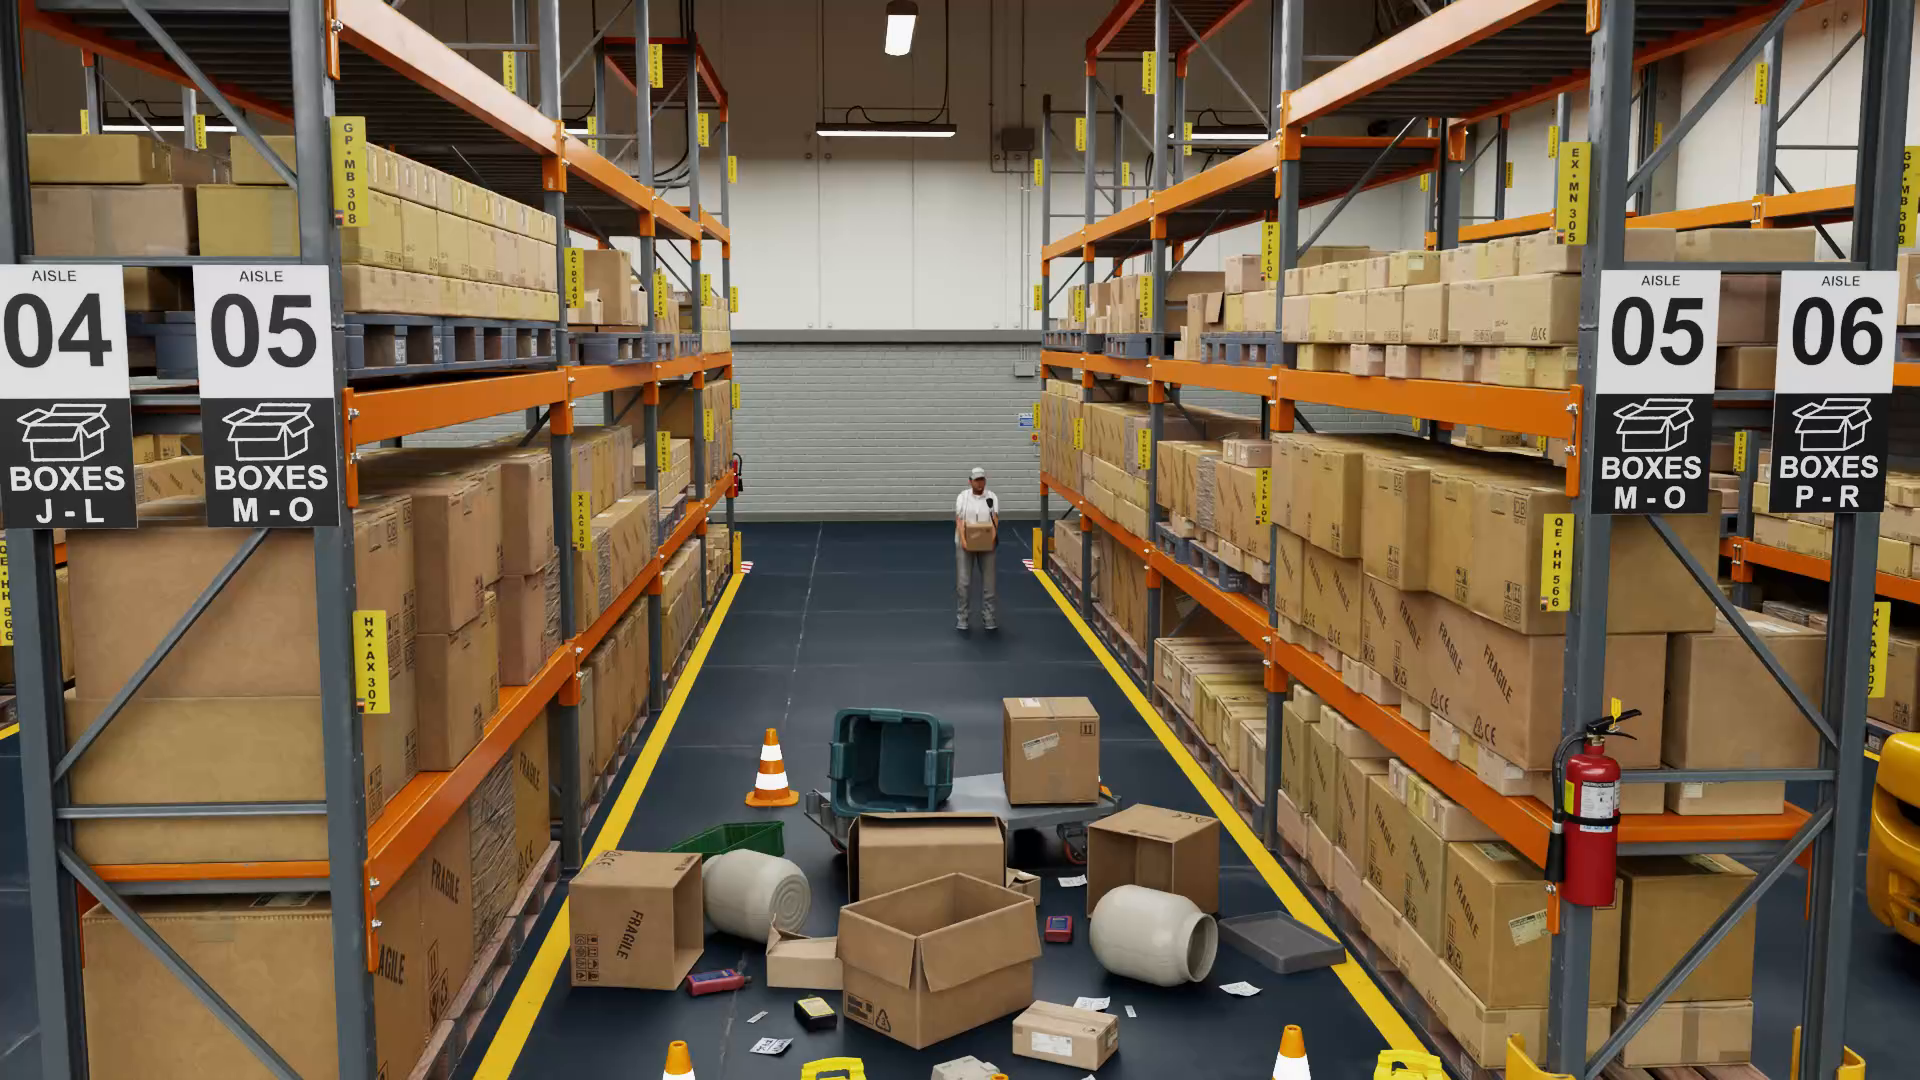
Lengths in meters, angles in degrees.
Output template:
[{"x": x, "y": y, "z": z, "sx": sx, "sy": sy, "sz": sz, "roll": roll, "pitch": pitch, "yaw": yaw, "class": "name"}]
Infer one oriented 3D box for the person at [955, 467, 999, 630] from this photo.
[{"x": 0.180, "y": 0.092, "z": 17.060, "sx": 0.452, "sy": 1.655, "sz": 0.539, "roll": 0, "pitch": 7, "yaw": -4, "class": "person"}]
